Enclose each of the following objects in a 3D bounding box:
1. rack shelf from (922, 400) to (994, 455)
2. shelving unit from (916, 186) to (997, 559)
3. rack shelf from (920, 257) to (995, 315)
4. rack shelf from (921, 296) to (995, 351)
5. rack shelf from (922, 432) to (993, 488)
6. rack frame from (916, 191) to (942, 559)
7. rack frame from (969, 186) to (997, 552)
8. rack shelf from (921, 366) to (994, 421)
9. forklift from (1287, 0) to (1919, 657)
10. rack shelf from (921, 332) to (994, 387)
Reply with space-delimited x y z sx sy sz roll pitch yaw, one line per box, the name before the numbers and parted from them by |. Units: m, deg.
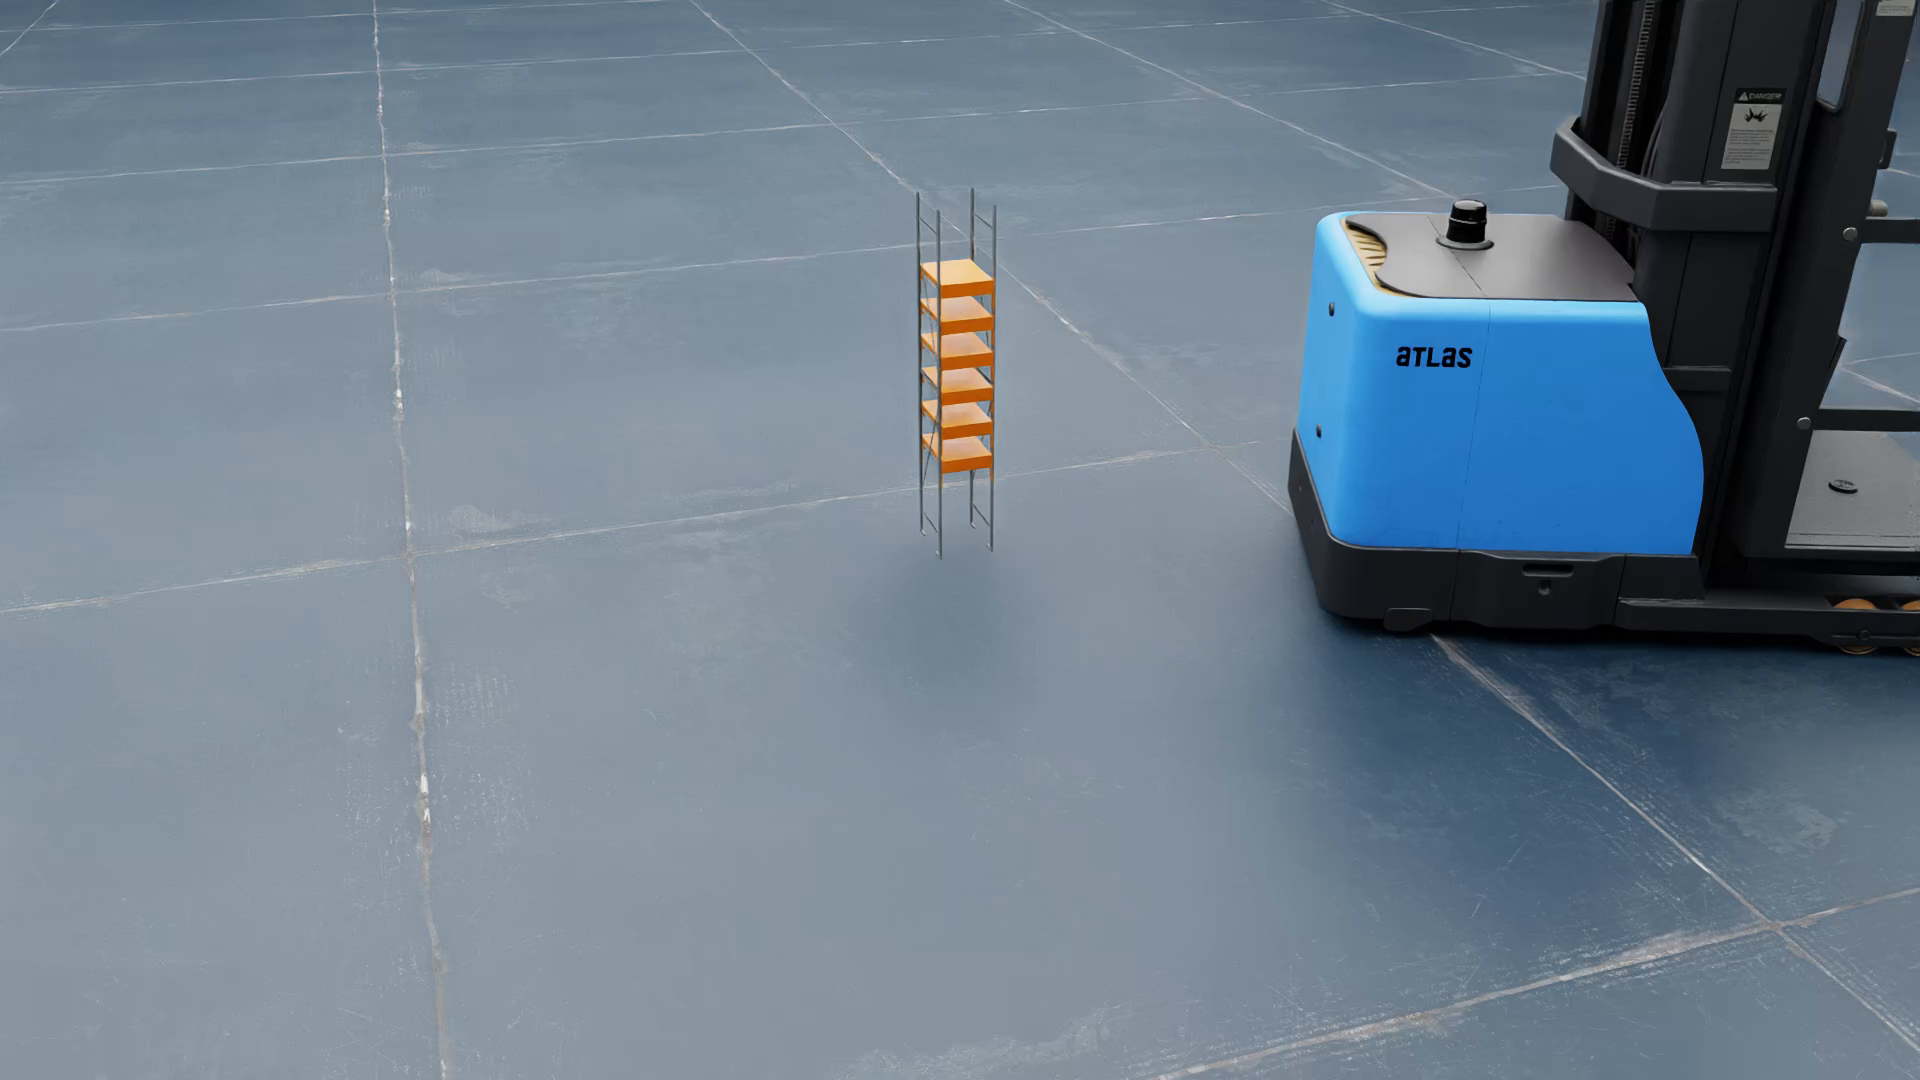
rack shelf | -0.014 -0.388 5.552 0.180 0.103 0.258 -8 28 -16
shelving unit | -0.014 -0.535 5.479 0.189 1.200 0.258 -8 28 -16
rack shelf | -0.014 -0.818 5.339 0.180 0.103 0.258 -8 28 -16
rack shelf | -0.014 -0.711 5.392 0.180 0.103 0.258 -8 28 -16
rack shelf | -0.014 -0.281 5.606 0.180 0.103 0.258 -8 28 -16
rack frame | -0.101 -0.523 5.454 0.006 1.200 0.240 -8 28 -16
rack frame | 0.073 -0.548 5.505 0.006 1.200 0.240 -8 28 -16
rack shelf | -0.014 -0.496 5.499 0.180 0.103 0.258 -8 28 -16
forklift | 2.661 -1.204 4.880 3.031 2.935 1.130 1 26 3
rack shelf | -0.014 -0.603 5.446 0.180 0.103 0.258 -8 28 -16
